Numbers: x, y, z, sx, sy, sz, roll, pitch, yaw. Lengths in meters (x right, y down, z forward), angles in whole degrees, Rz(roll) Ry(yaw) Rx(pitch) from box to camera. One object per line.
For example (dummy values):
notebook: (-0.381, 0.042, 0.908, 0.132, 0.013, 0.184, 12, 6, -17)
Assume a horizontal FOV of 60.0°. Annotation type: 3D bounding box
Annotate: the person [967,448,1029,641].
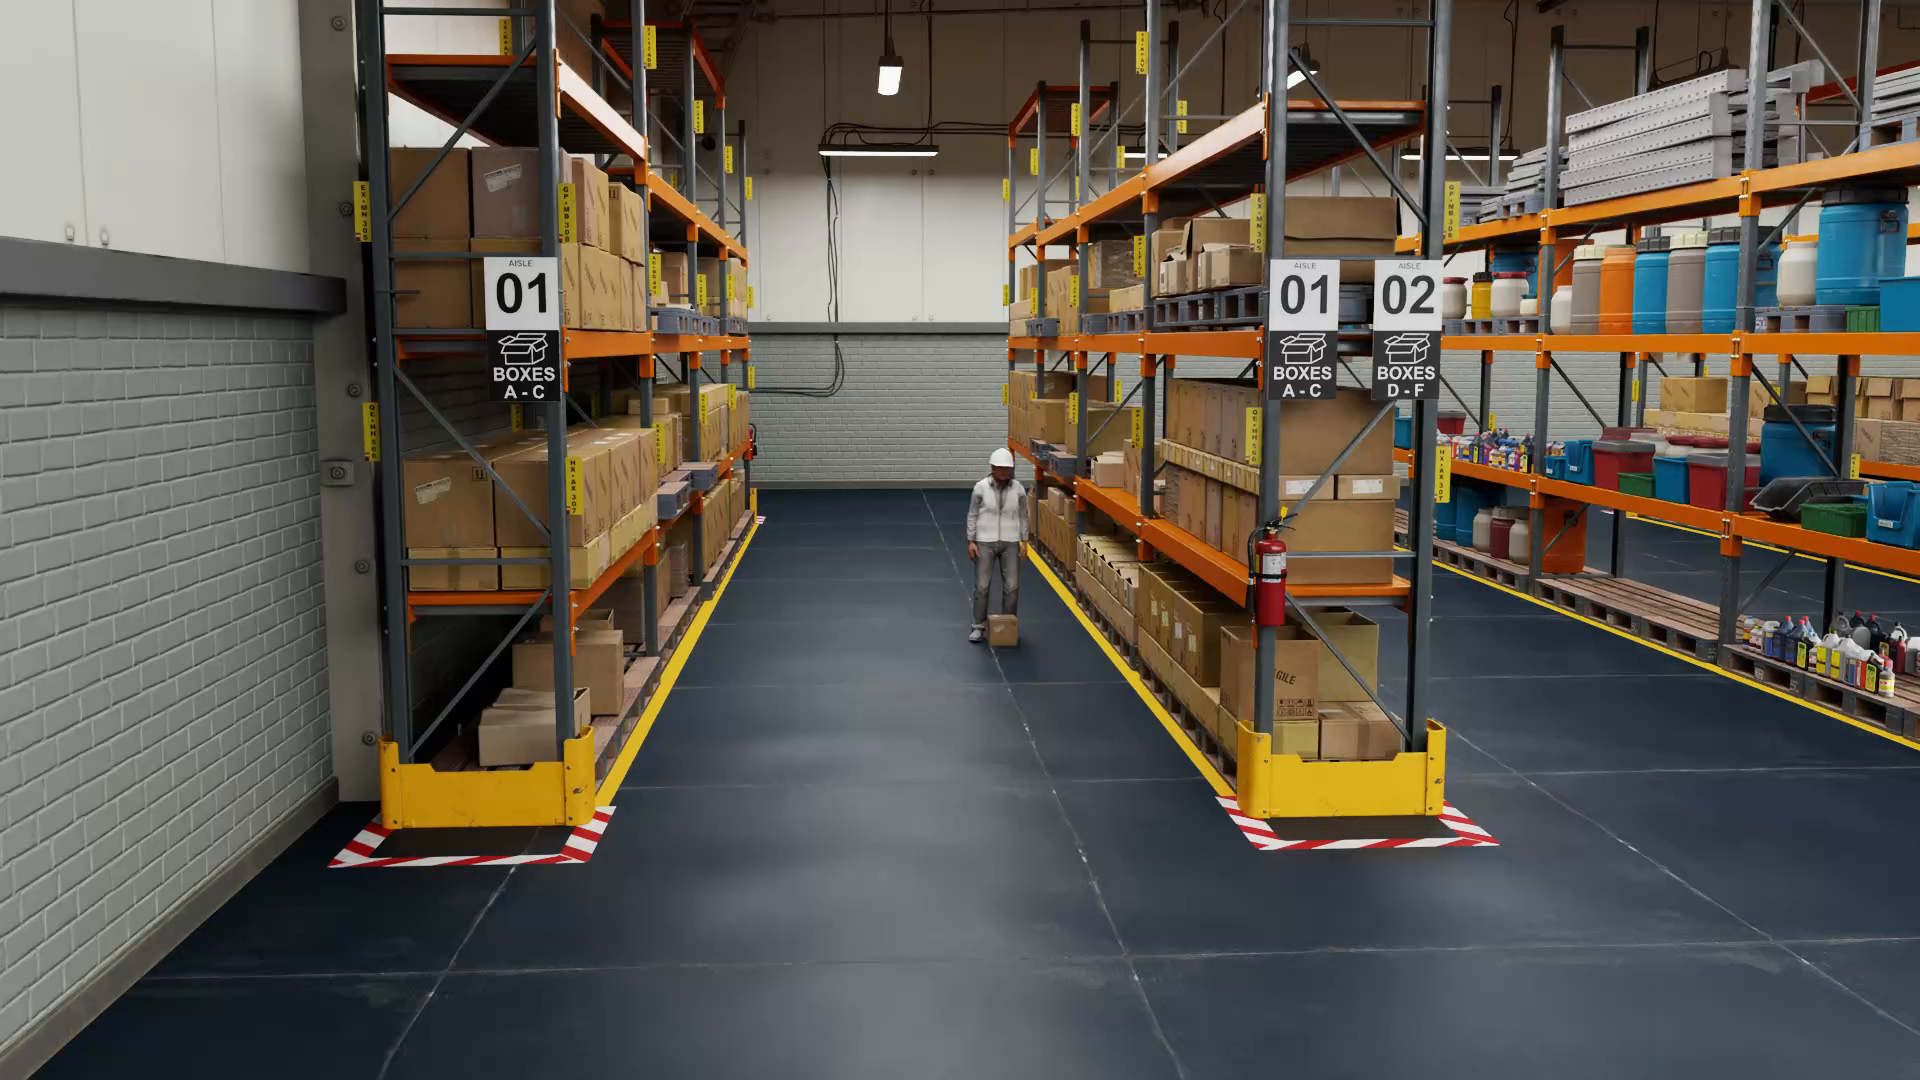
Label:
person: (0.351, 0.039, 15.312, 0.582, 1.769, 0.465, -1, 7, -7)
